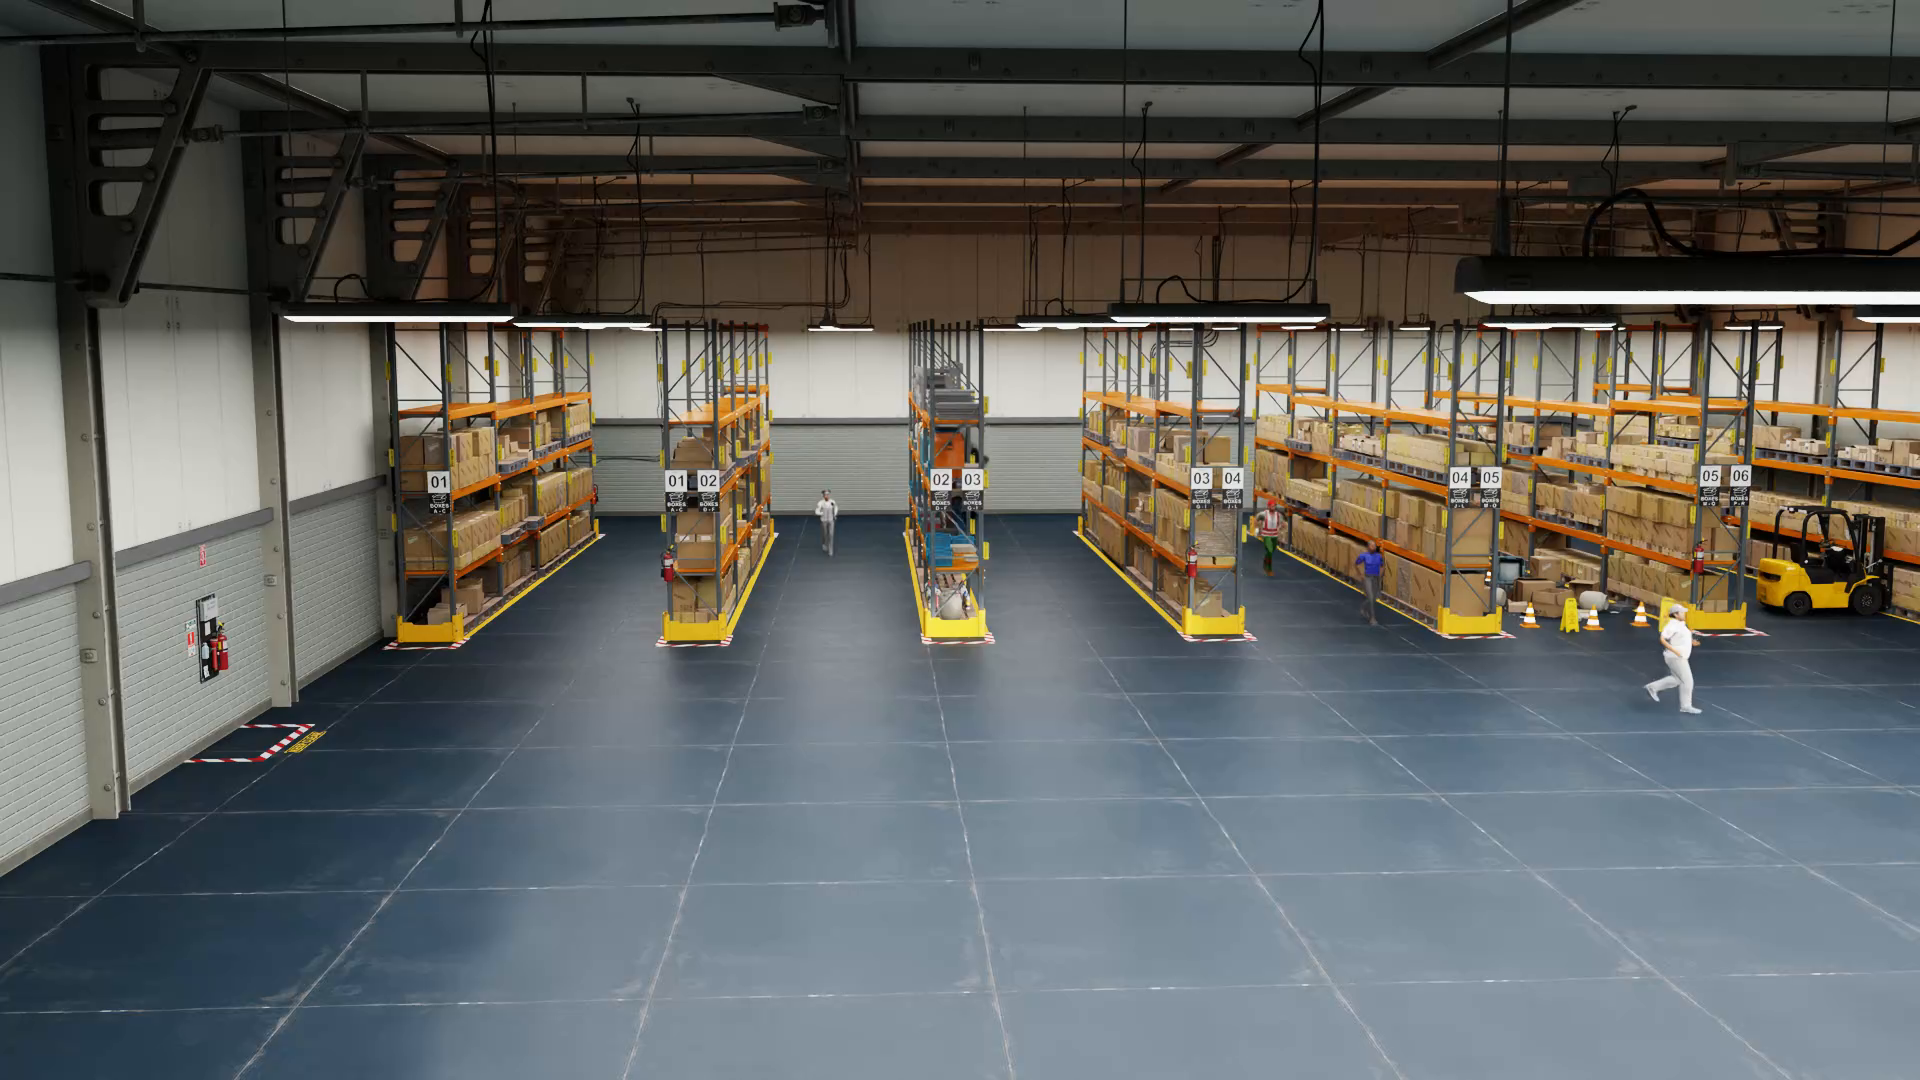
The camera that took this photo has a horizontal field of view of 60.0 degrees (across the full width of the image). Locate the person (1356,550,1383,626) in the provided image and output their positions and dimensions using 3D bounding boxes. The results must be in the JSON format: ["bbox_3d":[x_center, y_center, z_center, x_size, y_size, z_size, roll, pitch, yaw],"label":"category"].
[{"bbox_3d":[8.167,0.927,33.136,0.555,1.459,0.838,-2,7,-13],"label":"person"}]

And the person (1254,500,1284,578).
[{"bbox_3d":[7.363,-0.045,39.507,0.643,1.844,0.876,-2,7,-16],"label":"person"}]

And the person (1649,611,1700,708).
[{"bbox_3d":[10.882,1.768,25.347,0.706,1.558,0.621,5,8,33],"label":"person"}]

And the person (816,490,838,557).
[{"bbox_3d":[-3.459,-0.471,43.310,0.613,1.712,0.924,-2,7,-13],"label":"person"}]
